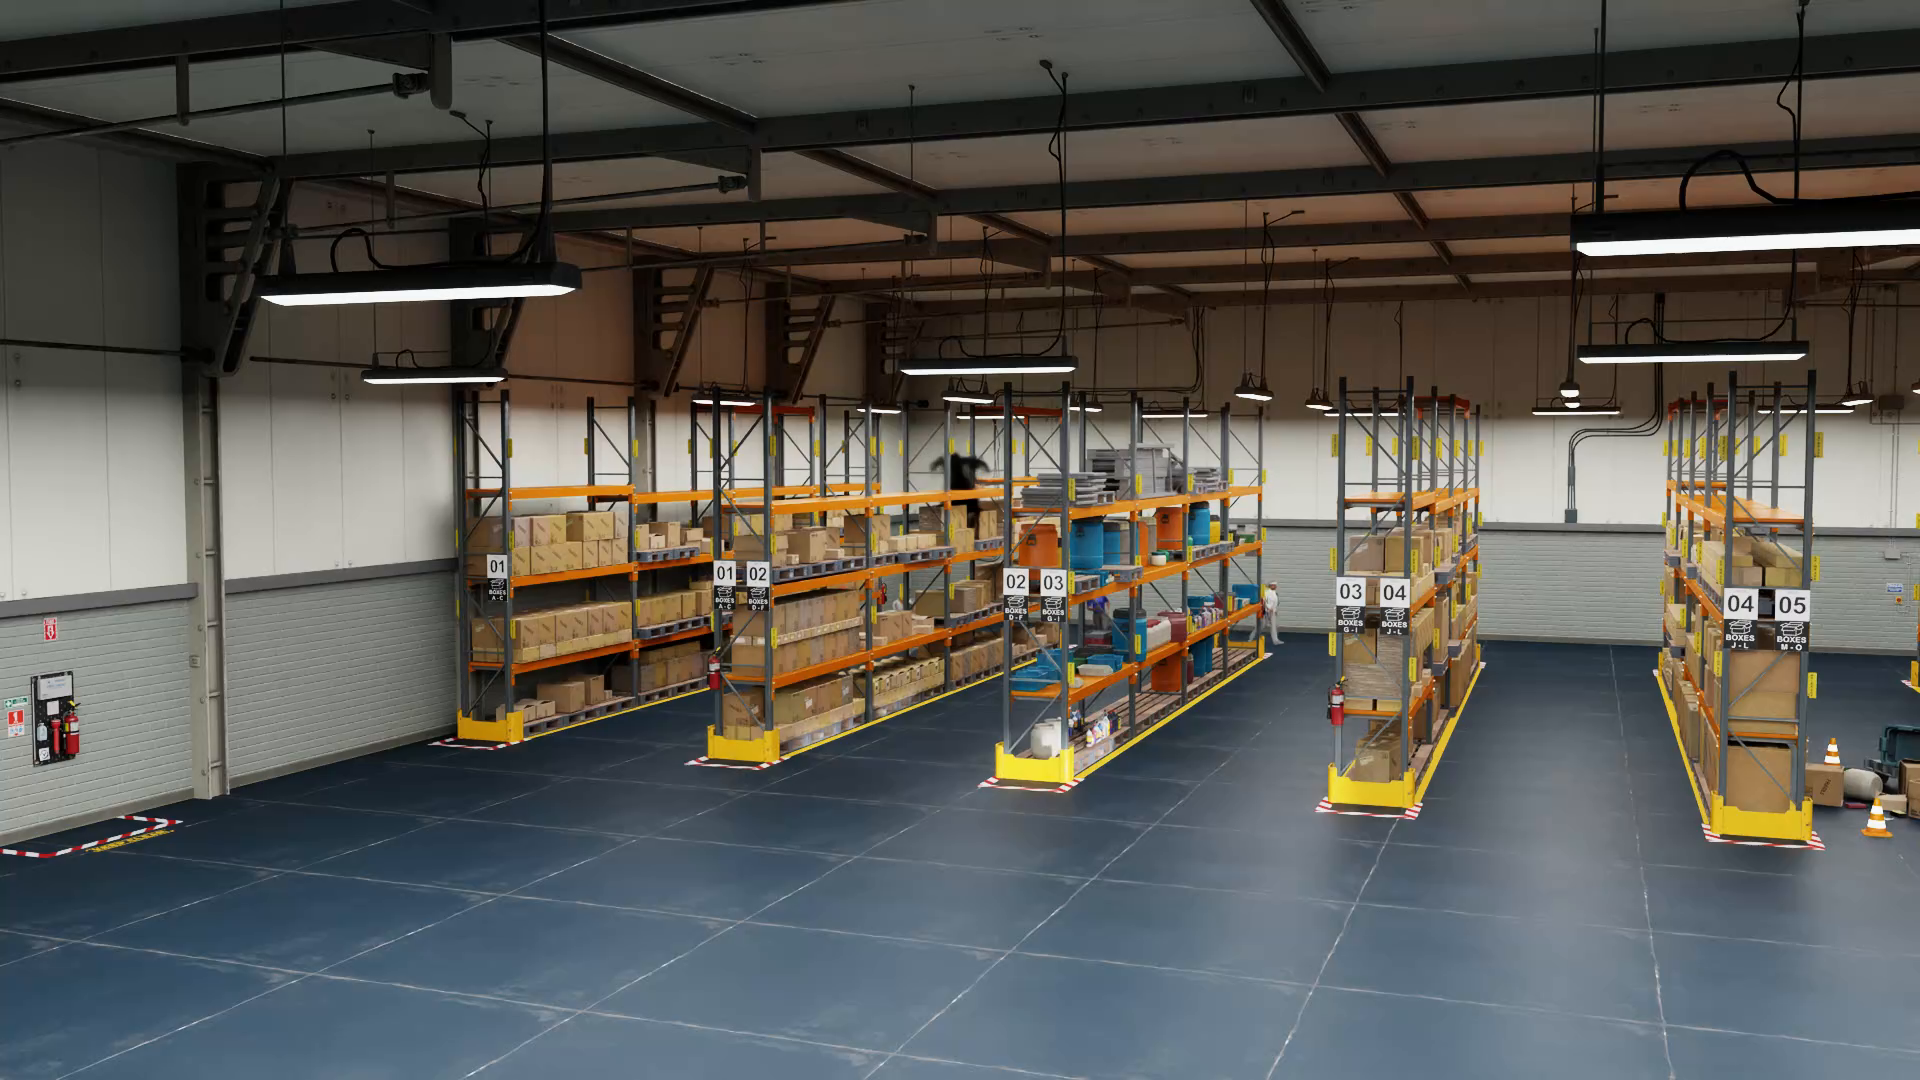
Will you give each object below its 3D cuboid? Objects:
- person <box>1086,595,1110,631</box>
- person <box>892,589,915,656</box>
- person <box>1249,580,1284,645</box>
[{"bbox_3d":[3.432,1.923,41.238,0.612,1.641,0.882,0,3,-3],"label":"person"},{"bbox_3d":[-1.361,1.980,40.169,0.512,1.611,0.906,1,3,10],"label":"person"},{"bbox_3d":[7.841,1.830,42.097,0.963,1.654,0.614,3,4,42],"label":"person"}]
